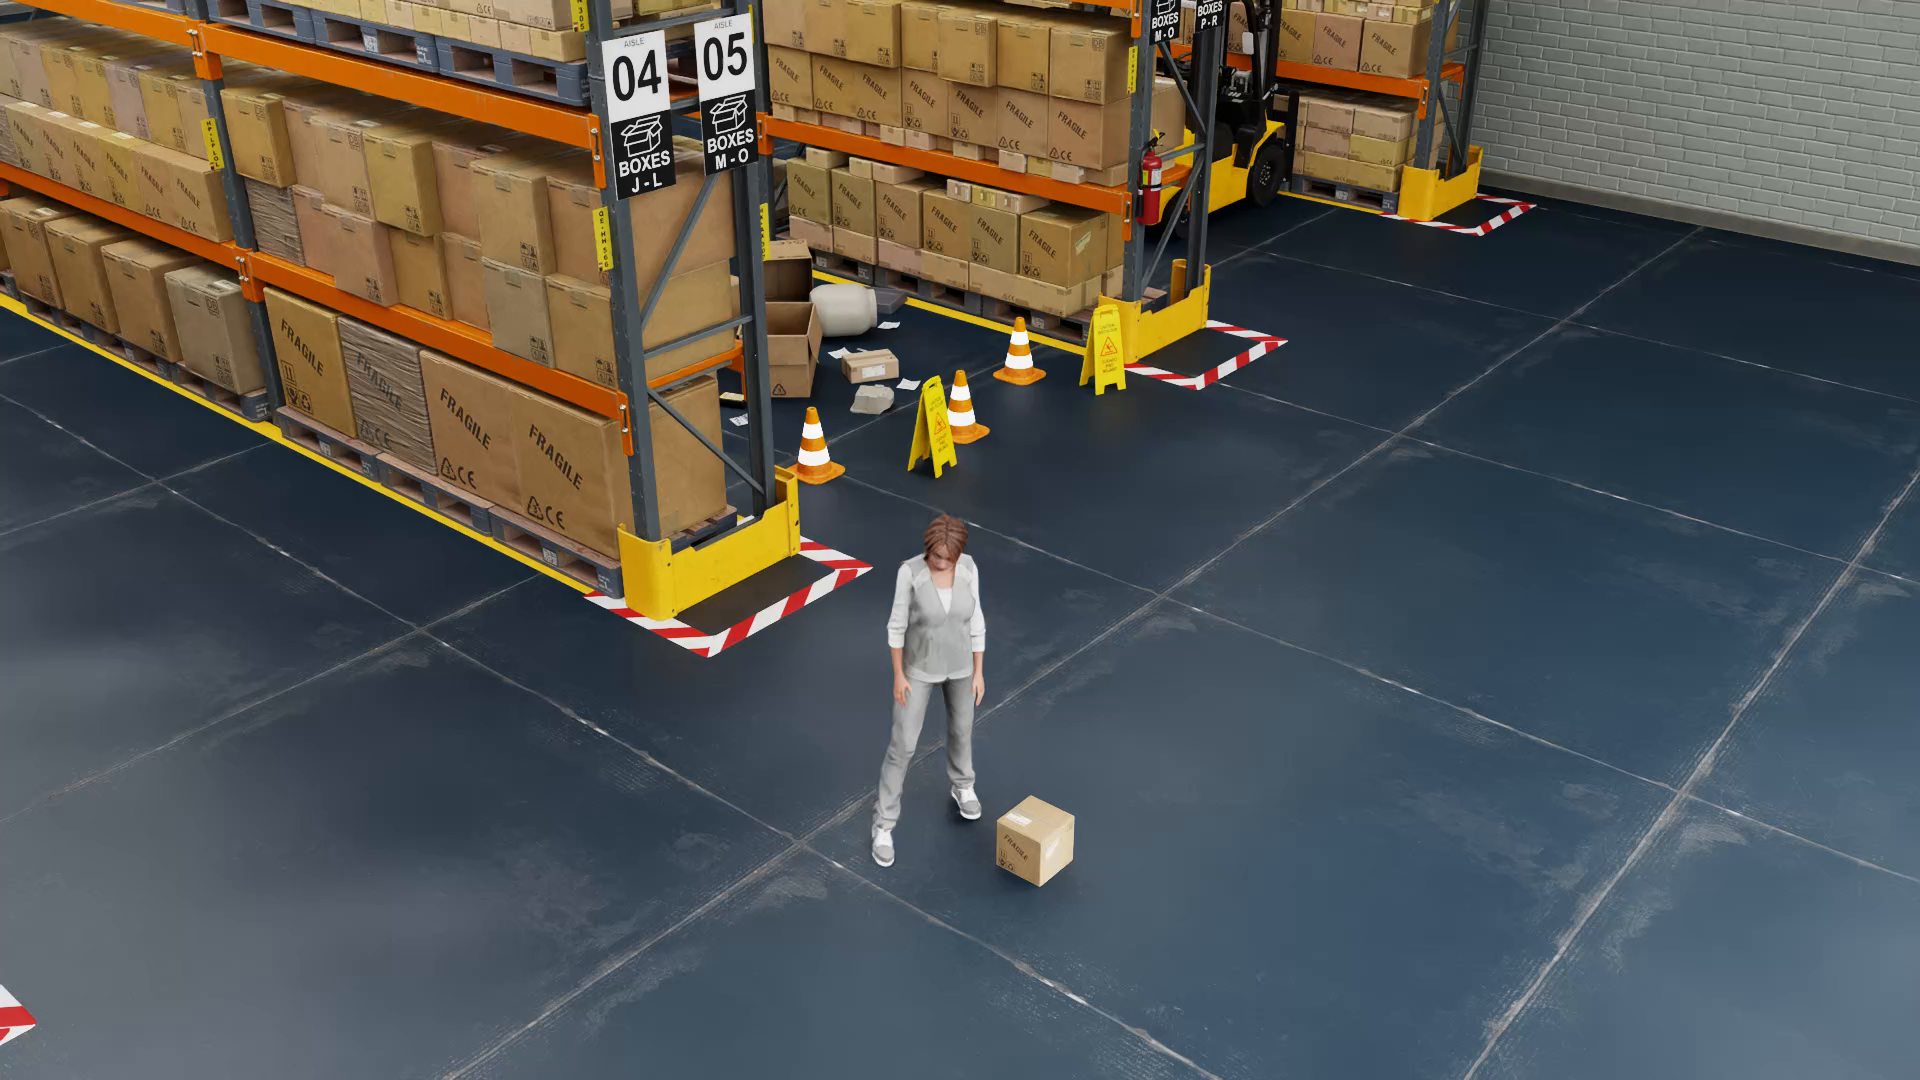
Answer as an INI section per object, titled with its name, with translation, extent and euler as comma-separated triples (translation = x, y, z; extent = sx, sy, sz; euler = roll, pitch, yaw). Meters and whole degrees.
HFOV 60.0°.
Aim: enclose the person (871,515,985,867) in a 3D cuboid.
[person]
translation = -0.167, 0.633, 7.399
extent = 0.608, 1.590, 0.467
euler = -10, 29, -19
